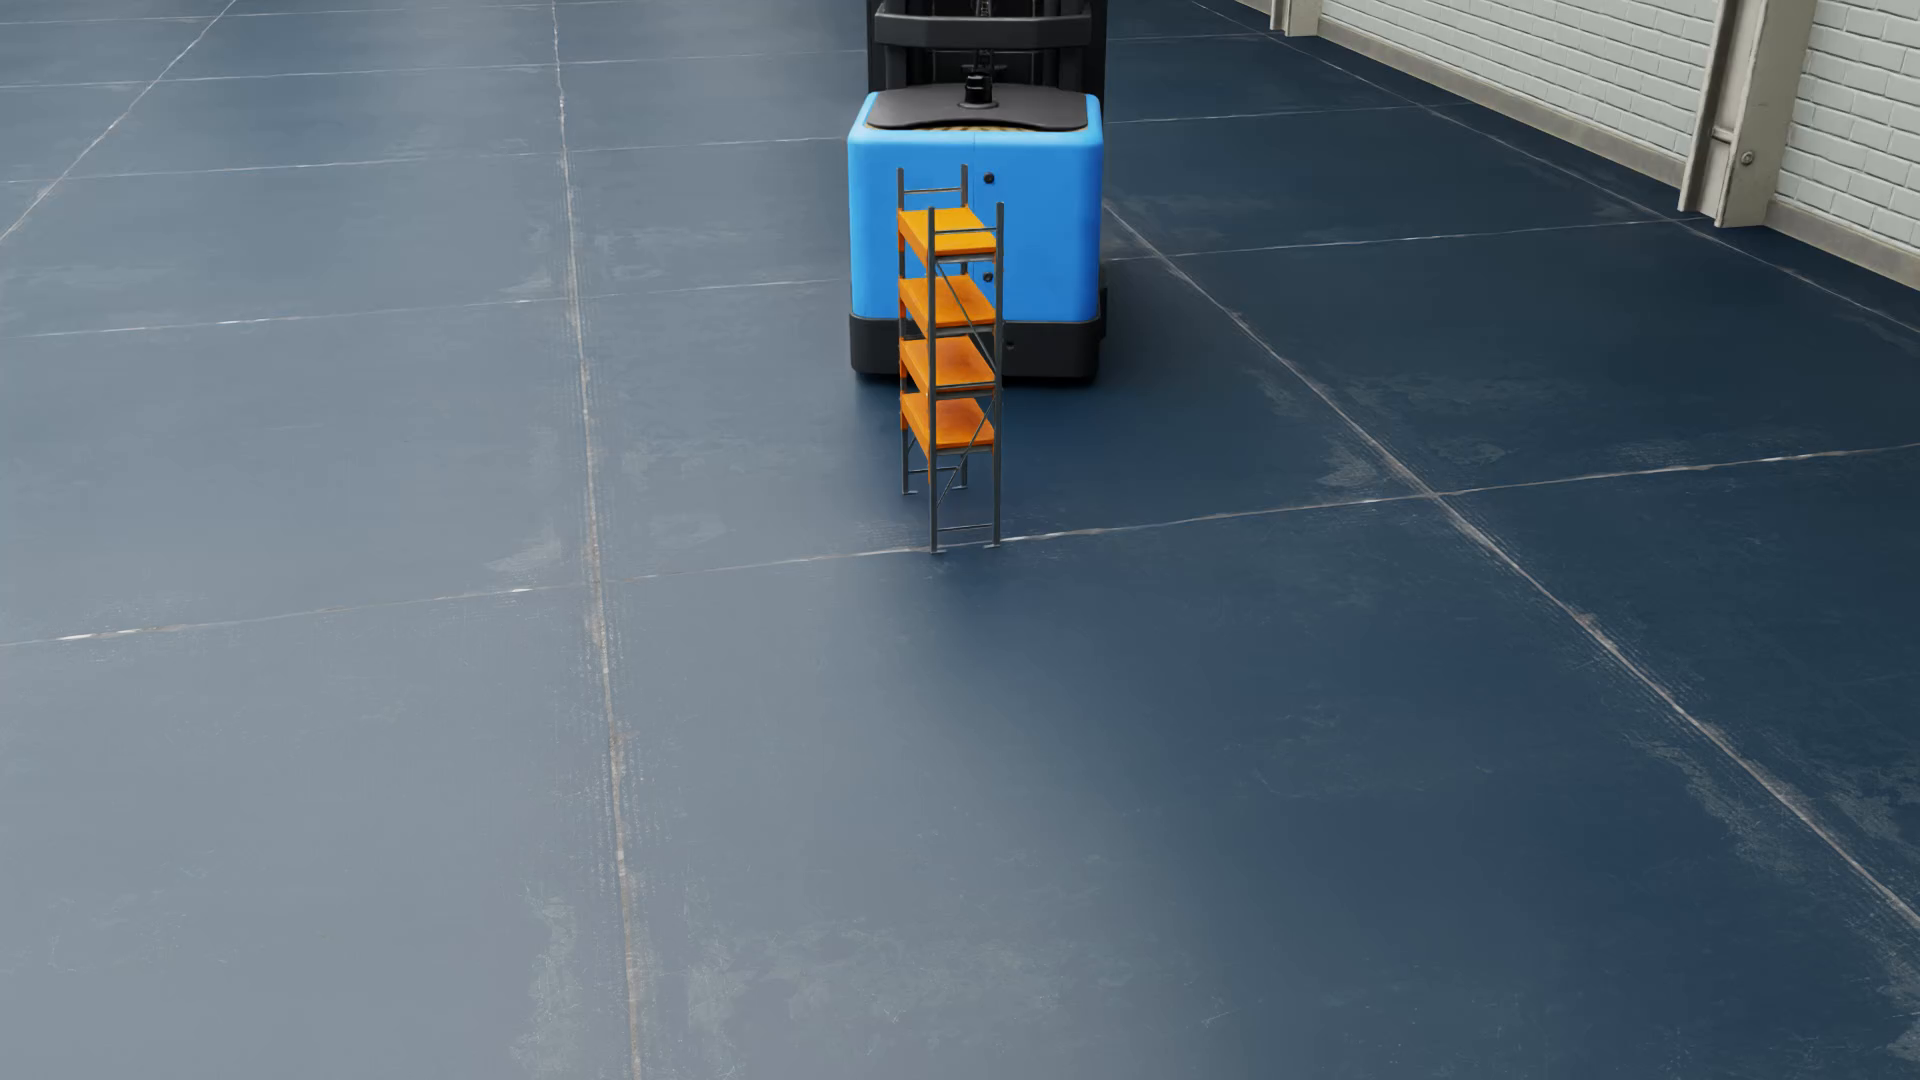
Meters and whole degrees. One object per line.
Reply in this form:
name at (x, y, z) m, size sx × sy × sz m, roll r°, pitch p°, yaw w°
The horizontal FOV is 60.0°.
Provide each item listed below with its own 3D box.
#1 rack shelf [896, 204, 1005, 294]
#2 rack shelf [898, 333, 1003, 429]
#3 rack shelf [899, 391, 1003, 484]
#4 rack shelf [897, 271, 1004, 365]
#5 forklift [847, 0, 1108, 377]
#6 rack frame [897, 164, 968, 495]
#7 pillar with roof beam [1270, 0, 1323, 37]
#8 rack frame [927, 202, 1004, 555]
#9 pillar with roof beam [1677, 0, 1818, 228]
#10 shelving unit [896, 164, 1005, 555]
rack shelf at (-0.037, -0.959, 5.447) m, size 0.258 × 0.148 × 0.480 m, roll -6°, pitch 27°, yaw -12°
rack shelf at (-0.037, -0.548, 5.654) m, size 0.258 × 0.148 × 0.480 m, roll -6°, pitch 27°, yaw -12°
rack shelf at (-0.037, -0.371, 5.743) m, size 0.258 × 0.148 × 0.480 m, roll -6°, pitch 27°, yaw -12°
rack shelf at (-0.037, -0.748, 5.553) m, size 0.258 × 0.148 × 0.480 m, roll -6°, pitch 27°, yaw -12°
forklift at (0.134, -2.613, 7.673) m, size 1.130 × 2.935 × 3.031 m, roll 1°, pitch 27°, yaw 3°
rack frame at (-0.092, -0.715, 5.836) m, size 0.240 × 1.200 × 0.015 m, roll -6°, pitch 27°, yaw -12°
pillar with roof beam at (-1.259, -8.035, 11.681) m, size 9.100 × 9.000 × 0.400 m, roll -6°, pitch 27°, yaw -12°
rack frame at (0.018, -0.501, 5.411) m, size 0.240 × 1.200 × 0.015 m, roll -6°, pitch 27°, yaw -12°
pillar with roof beam at (0.093, -5.401, 6.463) m, size 9.100 × 9.000 × 0.400 m, roll -6°, pitch 27°, yaw -12°
shelving unit at (-0.037, -0.608, 5.624) m, size 0.258 × 1.200 × 0.503 m, roll -6°, pitch 27°, yaw -12°
